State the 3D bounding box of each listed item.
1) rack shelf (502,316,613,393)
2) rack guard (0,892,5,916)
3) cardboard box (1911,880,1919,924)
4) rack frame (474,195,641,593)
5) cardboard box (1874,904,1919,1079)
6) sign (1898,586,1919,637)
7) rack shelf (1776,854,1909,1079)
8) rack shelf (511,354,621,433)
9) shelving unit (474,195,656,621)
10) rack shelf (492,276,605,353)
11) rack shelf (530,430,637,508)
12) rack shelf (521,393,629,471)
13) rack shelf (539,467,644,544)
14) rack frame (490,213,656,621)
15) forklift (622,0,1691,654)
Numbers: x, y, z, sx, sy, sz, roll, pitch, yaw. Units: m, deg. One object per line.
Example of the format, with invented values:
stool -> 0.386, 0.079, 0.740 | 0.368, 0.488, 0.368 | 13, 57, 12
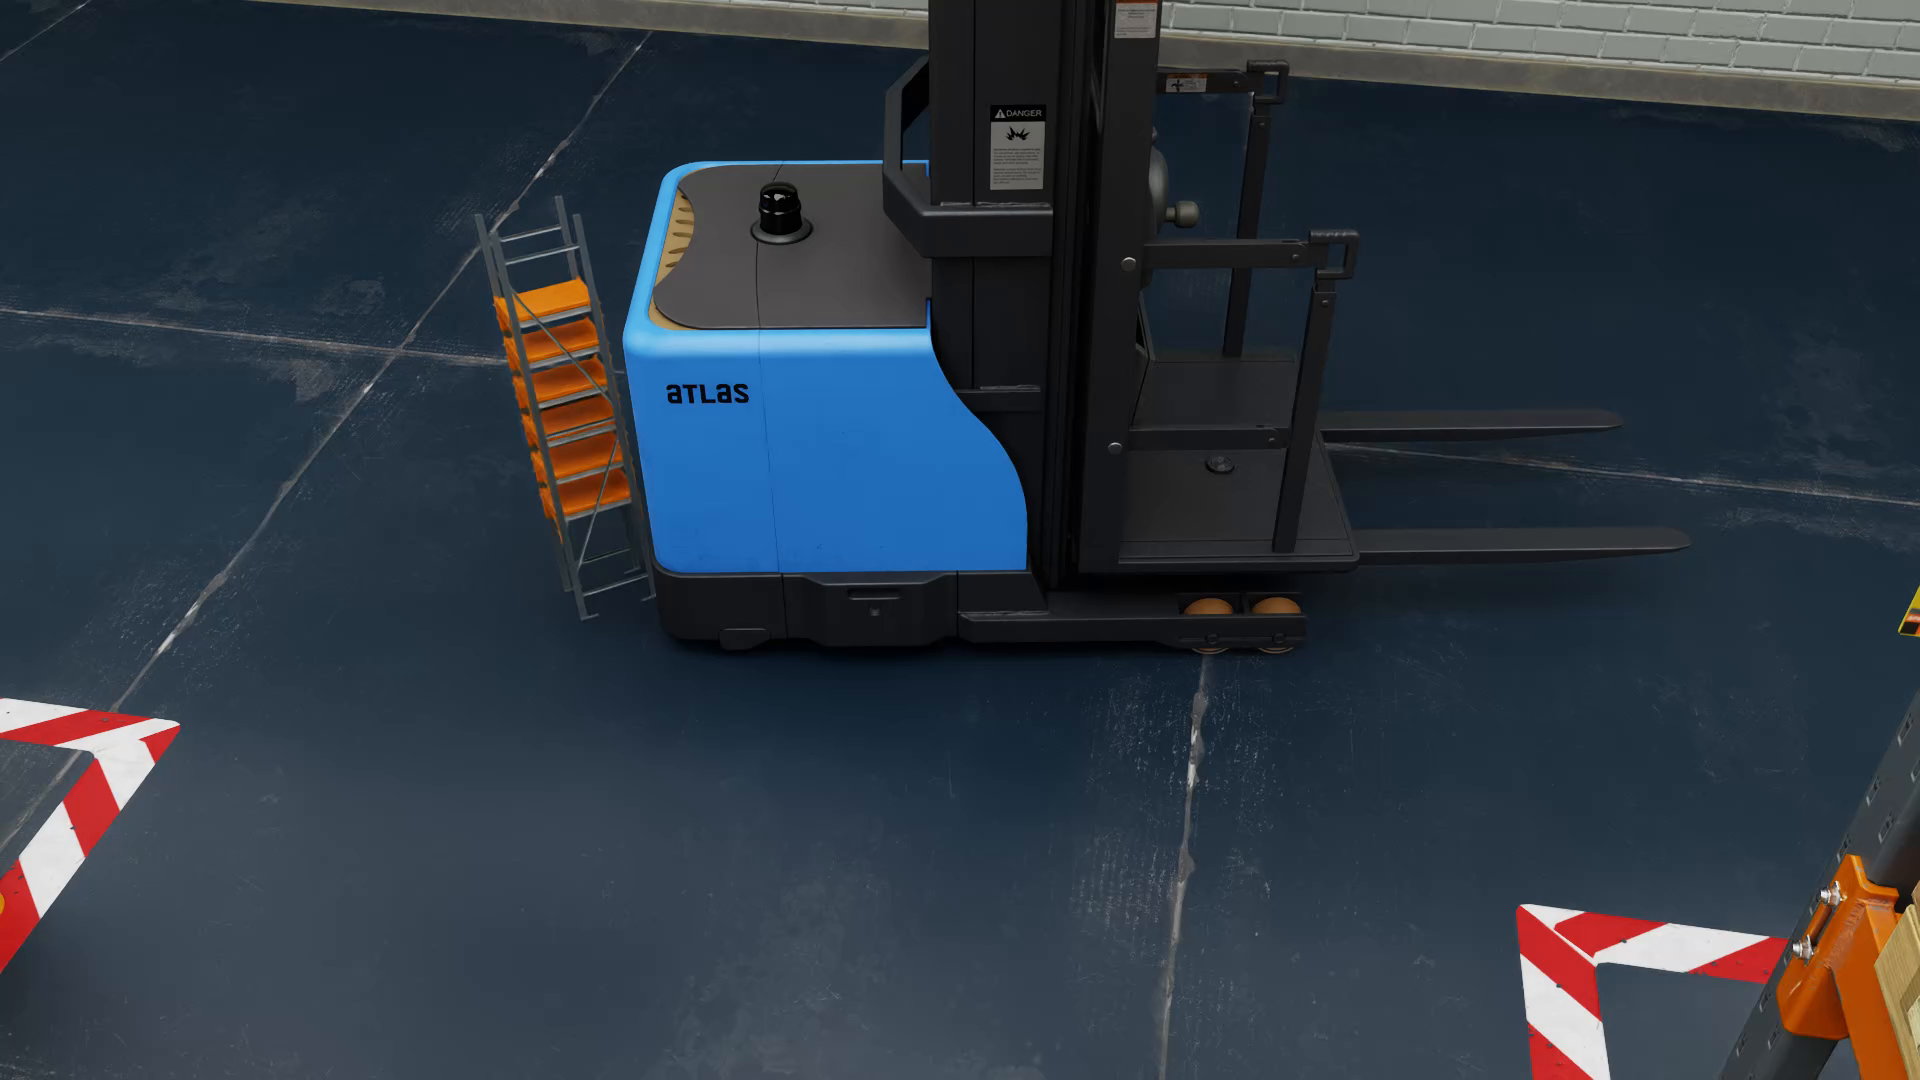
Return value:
rack shelf -> -1.117, -0.518, 4.619 | 0.258, 0.103, 0.180 | -18, 33, -20
rack guard -> -2.974, 0.741, 3.961 | 1.175, 0.500, 0.348 | 6, 40, 8
cardboard box -> 1.539, 0.501, 1.978 | 0.500, 0.500, 0.500 | 8, 40, 10
rack frame -> -1.142, -0.389, 4.790 | 0.240, 1.200, 0.006 | -18, 33, -20
cardboard box -> 1.510, 0.667, 2.286 | 0.380, 0.149, 0.250 | 6, 40, 7
sign -> 1.355, 0.010, 2.205 | 0.100, 0.325, 0.005 | 6, 40, 8
rack shelf -> 1.543, 1.935, 1.120 | 1.077, 0.370, 4.000 | 6, 40, 8
rack shelf -> -1.107, -0.415, 4.680 | 0.258, 0.103, 0.180 | -18, 33, -20
shelving unit -> -1.101, -0.350, 4.719 | 0.258, 1.200, 0.189 | -18, 33, -20
rack shelf -> -1.127, -0.620, 4.558 | 0.258, 0.103, 0.180 | -18, 33, -20
rack shelf -> -1.088, -0.209, 4.802 | 0.258, 0.103, 0.180 | -18, 33, -20
rack shelf -> -1.098, -0.312, 4.741 | 0.258, 0.103, 0.180 | -18, 33, -20
rack shelf -> -1.078, -0.106, 4.863 | 0.258, 0.103, 0.180 | -18, 33, -20
rack frame -> -1.060, -0.311, 4.647 | 0.240, 1.200, 0.006 | -18, 33, -20
forklift -> 0.629, -1.137, 4.325 | 3.031, 2.935, 1.130 | -1, 40, -1
